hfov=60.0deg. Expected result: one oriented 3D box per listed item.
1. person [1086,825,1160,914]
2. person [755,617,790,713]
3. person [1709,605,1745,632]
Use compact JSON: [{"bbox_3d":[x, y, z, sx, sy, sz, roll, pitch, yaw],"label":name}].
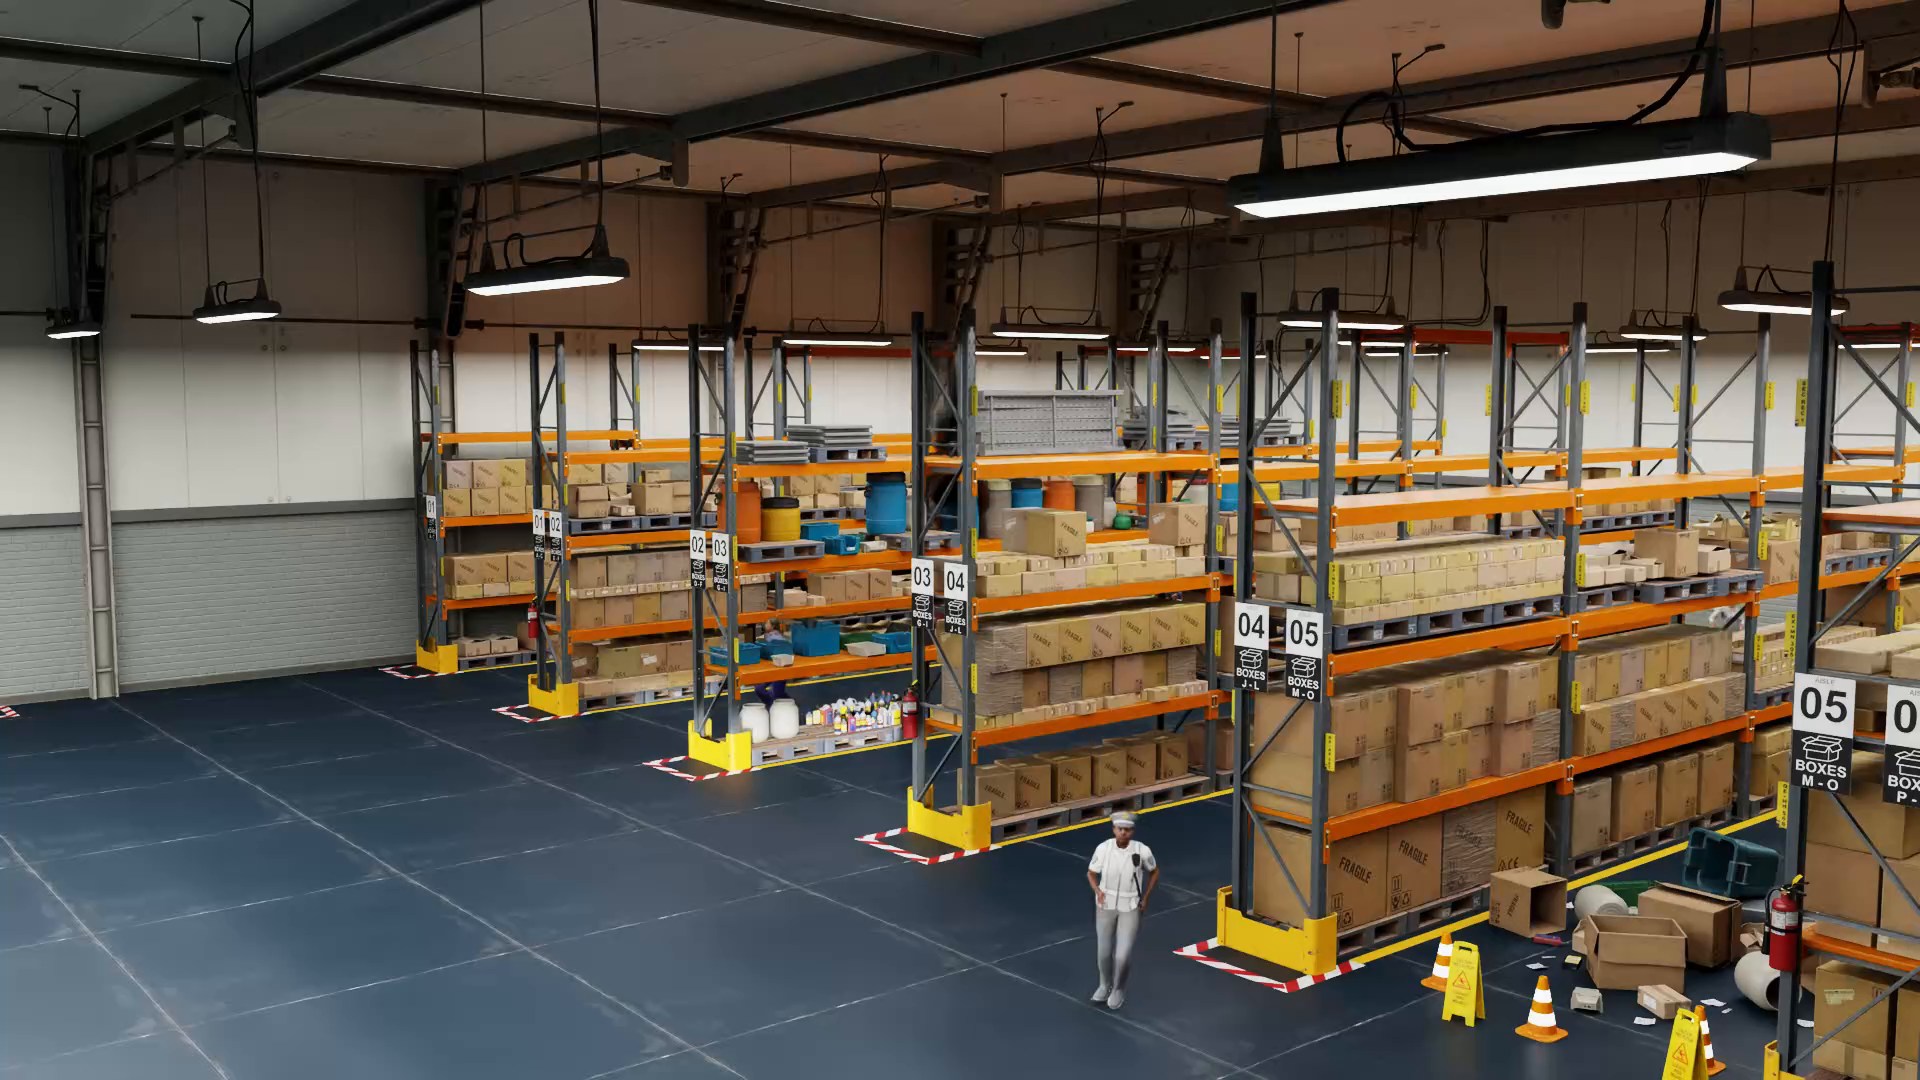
[{"bbox_3d":[1.322,2.685,13.701,0.586,0.835,0.538,1,5,15],"label":"person"},{"bbox_3d":[3.123,2.462,20.615,6.936,1.672,14.694,-3,6,-27],"label":"person"},{"bbox_3d":[13.293,1.754,28.842,0.589,1.278,0.703,-1,5,-7],"label":"person"}]
